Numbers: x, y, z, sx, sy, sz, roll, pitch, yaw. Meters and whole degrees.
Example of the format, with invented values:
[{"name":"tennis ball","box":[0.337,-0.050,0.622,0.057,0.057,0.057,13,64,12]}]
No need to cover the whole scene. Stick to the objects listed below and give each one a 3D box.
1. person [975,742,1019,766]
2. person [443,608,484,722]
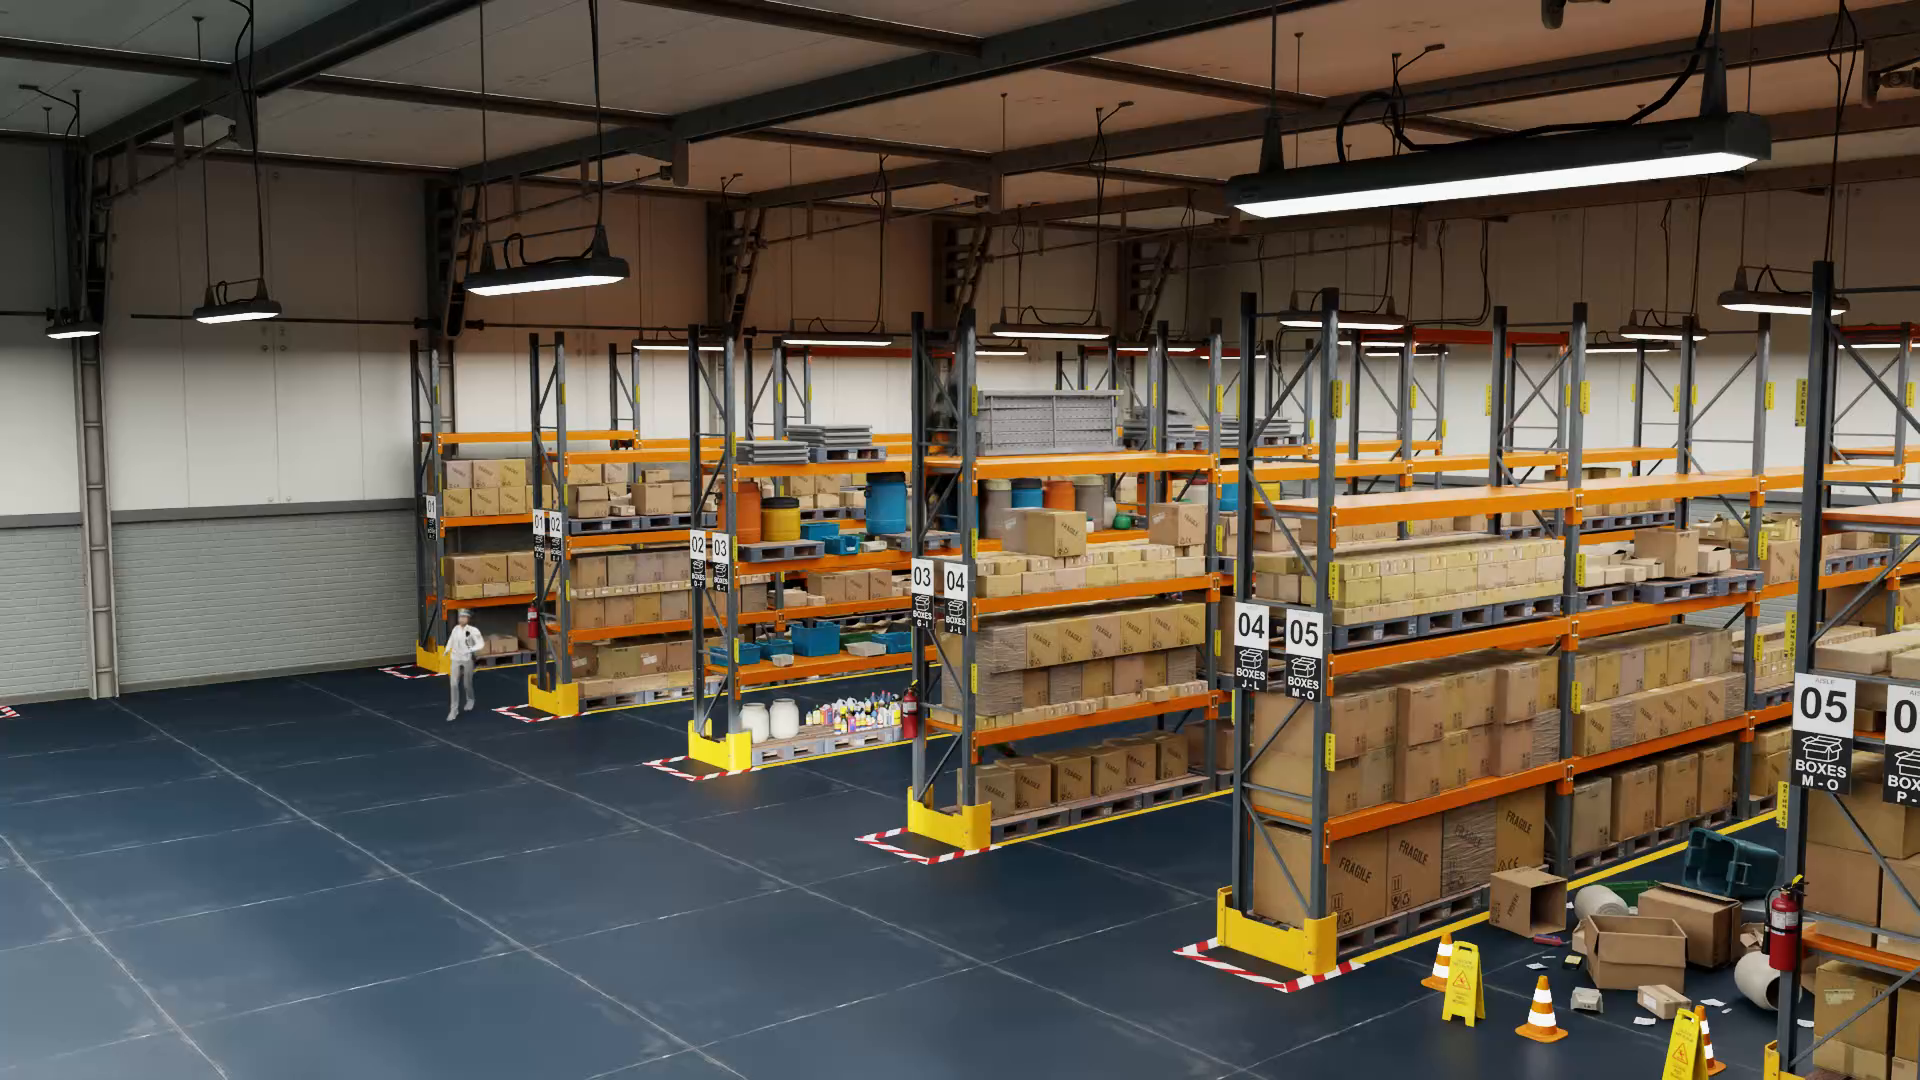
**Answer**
[{"name":"person","box":[0.385,2.253,21.526,0.661,1.769,0.993,5,7,42]},{"name":"person","box":[-7.758,1.919,26.021,0.656,1.714,0.898,0,5,1]}]
